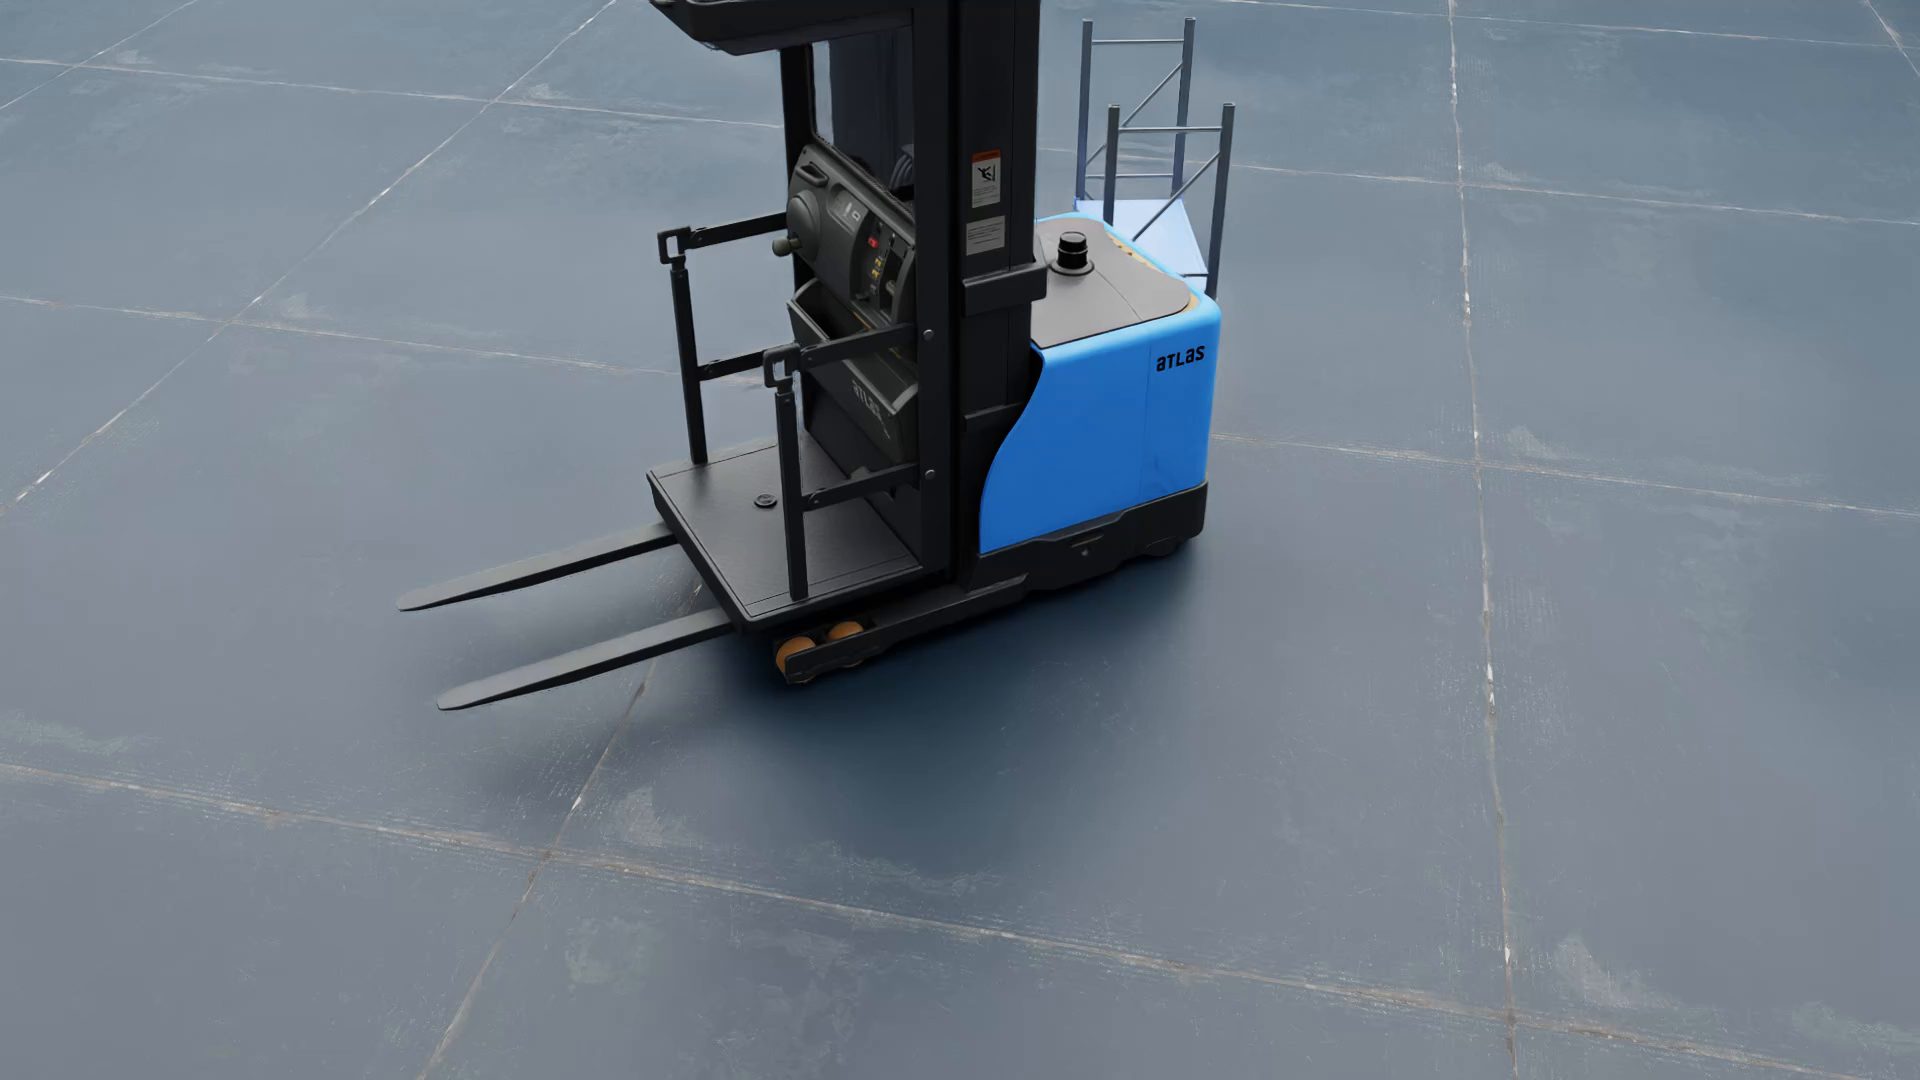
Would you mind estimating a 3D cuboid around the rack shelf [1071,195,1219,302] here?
[{"bbox_3d":[0.816,-1.263,7.521,0.538,0.185,1.000,-1,36,-2],"label":"rack shelf"}]

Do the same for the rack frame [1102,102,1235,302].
[{"bbox_3d":[0.836,-1.111,7.005,0.500,1.500,0.032,-1,36,-2],"label":"rack frame"}]

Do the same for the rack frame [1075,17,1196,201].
[{"bbox_3d":[0.796,-1.707,7.827,0.500,1.500,0.032,-1,36,-2],"label":"rack frame"}]

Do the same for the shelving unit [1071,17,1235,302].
[{"bbox_3d":[0.816,-1.409,7.416,0.538,1.500,1.048,-1,36,-2],"label":"shelving unit"}]

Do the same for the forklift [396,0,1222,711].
[{"bbox_3d":[-0.563,-1.023,5.664,3.031,2.935,1.130,-17,39,-22],"label":"forklift"}]
